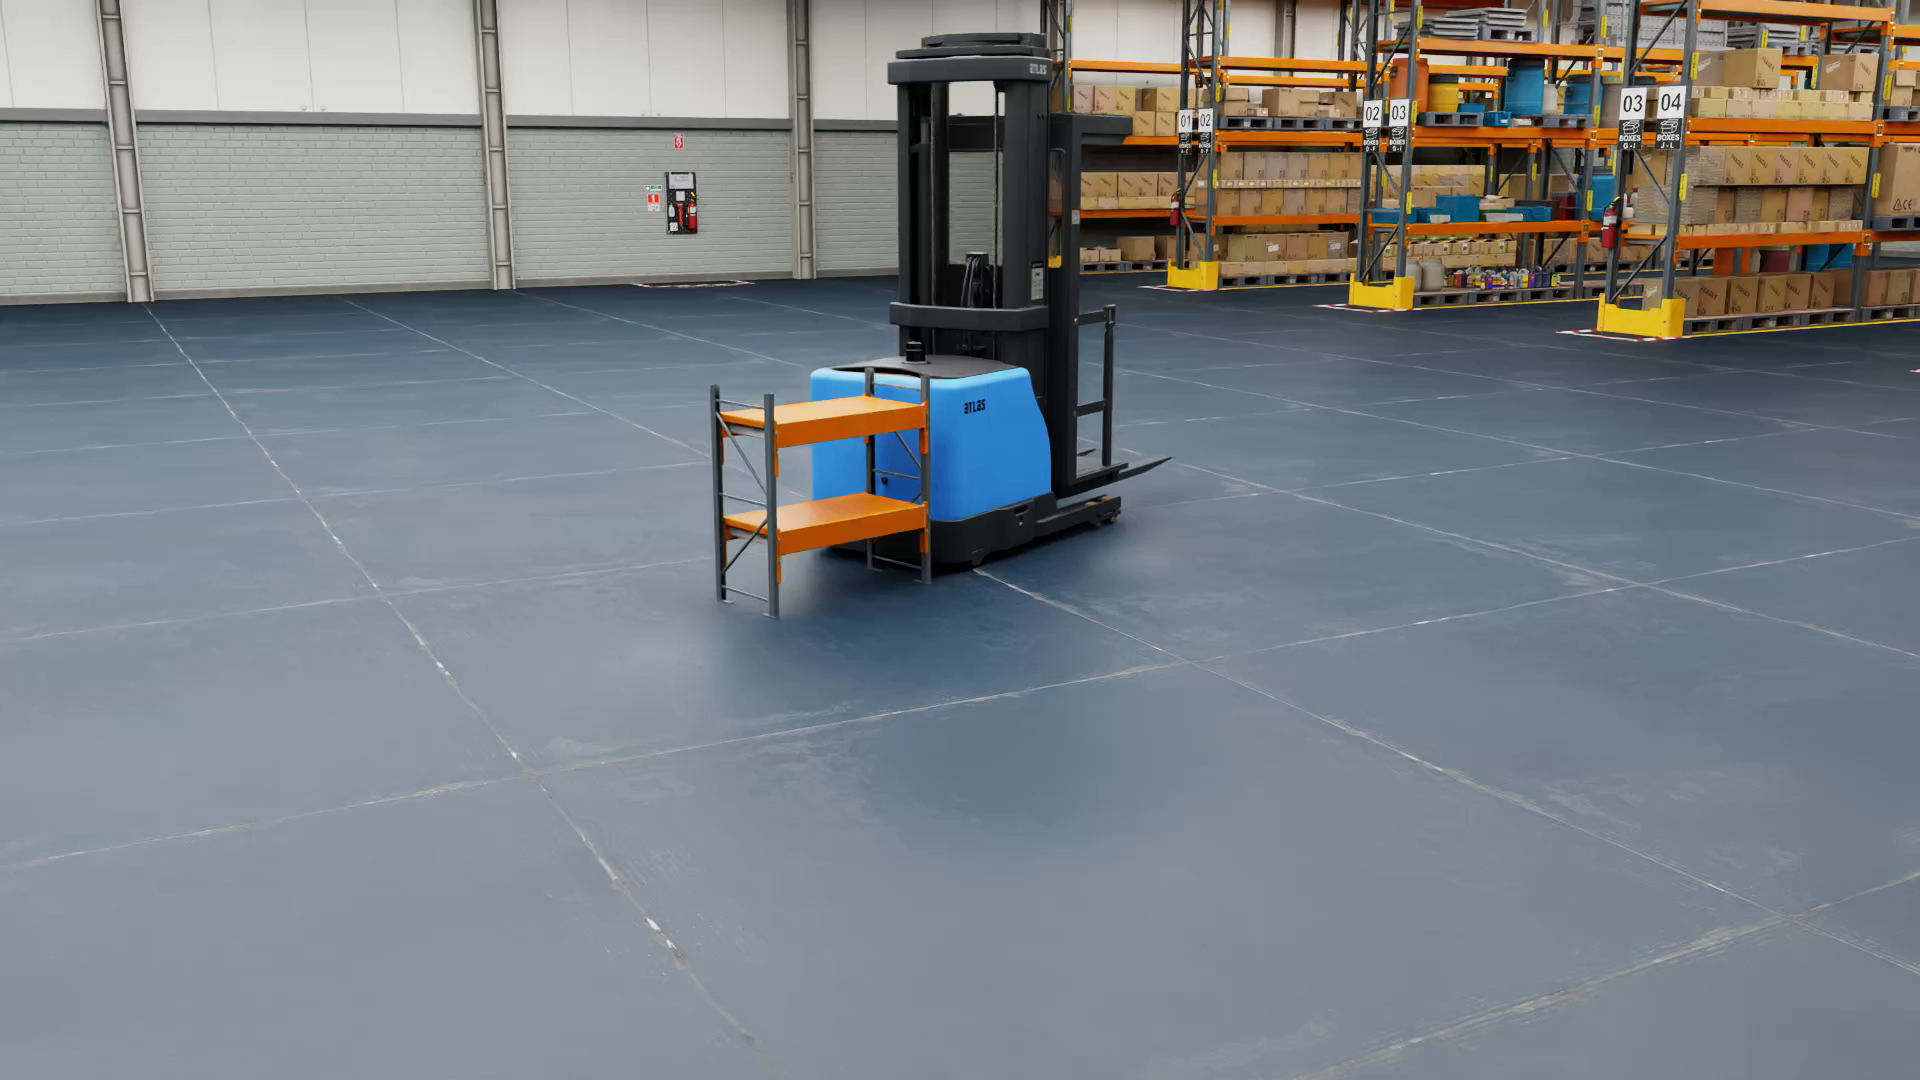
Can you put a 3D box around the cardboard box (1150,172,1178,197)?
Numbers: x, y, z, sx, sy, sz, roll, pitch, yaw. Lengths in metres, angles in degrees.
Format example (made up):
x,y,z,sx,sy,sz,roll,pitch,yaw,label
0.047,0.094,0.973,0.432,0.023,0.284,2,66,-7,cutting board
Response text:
x,y,z,sx,sy,sz,roll,pitch,yaw,label
4.307,-7.609,35.587,0.500,0.500,0.500,-7,15,-29,cardboard box

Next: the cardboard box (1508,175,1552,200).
x,y,z,sx,sy,sz,roll,pitch,yaw,label
11.843,-7.328,34.569,0.700,0.500,0.500,11,17,41,cardboard box

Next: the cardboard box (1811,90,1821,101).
x,y,z,sx,sy,sz,roll,pitch,yaw,label
11.481,-6.051,22.678,0.250,0.149,0.380,-6,14,-26,cardboard box

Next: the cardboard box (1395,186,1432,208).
x,y,z,sx,sy,sz,roll,pitch,yaw,label
8.977,-6.748,32.945,0.500,0.500,0.500,-6,14,-24,cardboard box

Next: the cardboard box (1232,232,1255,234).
x,y,z,sx,sy,sz,roll,pitch,yaw,label
5.521,-5.596,31.654,0.500,0.500,0.500,-7,14,-28,cardboard box

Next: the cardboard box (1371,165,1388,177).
x,y,z,sx,sy,sz,roll,pitch,yaw,label
9.515,-8.512,38.352,0.500,0.250,0.500,-6,14,-27,cardboard box

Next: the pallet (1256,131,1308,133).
x,y,z,sx,sy,sz,roll,pitch,yaw,label
6.958,-9.046,36.981,1.003,0.211,1.213,-7,14,-28,pallet

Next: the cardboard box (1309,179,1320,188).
x,y,z,sx,sy,sz,roll,pitch,yaw,label
6.582,-6.728,31.380,0.250,0.149,0.380,-6,14,-26,cardboard box

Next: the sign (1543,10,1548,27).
x,y,z,sx,sy,sz,roll,pitch,yaw,label
11.613,-10.340,32.983,0.005,0.325,0.100,-7,14,-28,sign

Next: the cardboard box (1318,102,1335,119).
x,y,z,sx,sy,sz,roll,pitch,yaw,label
6.791,-8.200,31.722,0.500,0.311,0.500,-8,15,-31,cardboard box

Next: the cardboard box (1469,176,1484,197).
x,y,z,sx,sy,sz,roll,pitch,yaw,label
12.194,-8.468,39.867,0.500,0.500,0.500,-7,15,-29,cardboard box

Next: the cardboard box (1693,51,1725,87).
x,y,z,sx,sy,sz,roll,pitch,yaw,label
10.305,-6.349,22.524,0.500,0.500,0.500,-7,14,-28,cardboard box

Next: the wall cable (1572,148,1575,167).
x,y,z,sx,sy,sz,roll,pitch,yaw,label
16.660,-9.595,43.512,1.851,1.984,0.084,-7,14,-28,wall cable

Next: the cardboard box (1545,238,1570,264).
x,y,z,sx,sy,sz,roll,pitch,yaw,label
12.337,-6.031,34.679,0.500,0.500,0.500,-7,15,-30,cardboard box

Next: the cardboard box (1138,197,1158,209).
x,y,z,sx,sy,sz,roll,pitch,yaw,label
3.870,-7.189,35.428,0.500,0.250,0.500,-7,14,-27,cardboard box

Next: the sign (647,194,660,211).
x,y,z,sx,sy,sz,roll,pitch,yaw,label
-5.843,-6.435,31.702,0.234,0.329,0.001,-7,14,-28,sign

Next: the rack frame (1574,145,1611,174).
x,y,z,sx,sy,sz,roll,pitch,yaw,label
15.989,-8.783,42.215,0.127,3.000,1.000,-7,14,-28,rack frame

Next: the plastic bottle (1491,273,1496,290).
x,y,z,sx,sy,sz,roll,pitch,yaw,label
8.734,-4.240,27.244,0.097,0.271,0.097,0,13,0,plastic bottle

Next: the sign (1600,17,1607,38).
x,y,z,sx,sy,sz,roll,pitch,yaw,label
10.457,-8.329,27.010,0.005,0.325,0.100,-7,14,-28,sign

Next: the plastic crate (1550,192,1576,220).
x,y,z,sx,sy,sz,roll,pitch,yaw,label
10.482,-5.752,28.603,0.583,0.464,0.402,-7,14,-28,plastic crate

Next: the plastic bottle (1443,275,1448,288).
x,y,z,sx,sy,sz,roll,pitch,yaw,label
8.094,-4.317,27.745,0.097,0.201,0.097,0,13,0,plastic bottle

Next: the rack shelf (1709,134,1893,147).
x,y,z,sx,sy,sz,roll,pitch,yaw,label
15.470,-7.355,30.676,4.000,0.370,1.077,-7,14,-28,rack shelf

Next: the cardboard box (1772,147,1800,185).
x,y,z,sx,sy,sz,roll,pitch,yaw,label
10.995,-5.081,22.582,0.500,0.500,0.500,-7,14,-28,cardboard box

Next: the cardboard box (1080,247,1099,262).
x,y,z,sx,sy,sz,roll,pitch,yaw,label
2.596,-6.058,35.229,0.500,0.311,0.500,-9,15,-34,cardboard box

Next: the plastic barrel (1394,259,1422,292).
x,y,z,sx,sy,sz,roll,pitch,yaw,label
7.233,-4.265,26.852,0.421,0.512,0.421,0,13,0,plastic barrel

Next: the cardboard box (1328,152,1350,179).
x,y,z,sx,sy,sz,roll,pitch,yaw,label
7.004,-7.146,31.762,0.500,0.500,0.700,-7,14,-28,cardboard box

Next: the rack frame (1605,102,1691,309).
x,y,z,sx,sy,sz,roll,pitch,yaw,label
9.066,-4.236,22.011,0.127,3.000,1.000,-7,14,-28,rack frame

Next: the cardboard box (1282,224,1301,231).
x,y,z,sx,sy,sz,roll,pitch,yaw,label
7.381,-7.113,37.780,0.500,0.250,0.500,-7,14,-28,cardboard box

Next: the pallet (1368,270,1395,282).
x,y,z,sx,sy,sz,roll,pitch,yaw,label
8.461,-5.291,33.049,1.213,0.211,1.003,-7,14,-28,pallet

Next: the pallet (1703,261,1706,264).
x,y,z,sx,sy,sz,roll,pitch,yaw,label
17.600,-6.376,37.872,1.213,0.211,1.003,-7,14,-28,pallet

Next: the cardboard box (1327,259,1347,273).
x,y,z,sx,sy,sz,roll,pitch,yaw,label
7.087,-5.288,31.992,0.500,0.250,0.500,-7,14,-28,cardboard box

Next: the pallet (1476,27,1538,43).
x,y,z,sx,sy,sz,roll,pitch,yaw,label
8.421,-8.029,26.544,1.213,0.211,1.003,-7,14,-28,pallet

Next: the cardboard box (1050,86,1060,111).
x,y,z,sx,sy,sz,roll,pitch,yaw,label
2.199,-9.205,34.709,0.500,0.500,0.500,-6,14,-25,cardboard box

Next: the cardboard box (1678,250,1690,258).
x,y,z,sx,sy,sz,roll,pitch,yaw,label
16.082,-6.335,36.791,0.250,0.166,0.380,-7,14,-28,cardboard box

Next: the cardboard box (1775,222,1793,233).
x,y,z,sx,sy,sz,roll,pitch,yaw,label
11.205,-4.300,22.867,0.250,0.149,0.380,-7,14,-28,cardboard box

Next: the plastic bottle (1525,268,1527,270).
x,y,z,sx,sy,sz,roll,pitch,yaw,label
9.714,-4.545,28.599,0.097,0.271,0.097,0,13,0,plastic bottle

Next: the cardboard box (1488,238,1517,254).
x,y,z,sx,sy,sz,roll,pitch,yaw,label
11.002,-6.021,33.973,0.500,0.311,0.500,-6,14,-26,cardboard box

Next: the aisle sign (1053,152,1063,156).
x,y,z,sx,sy,sz,roll,pitch,yaw,label
2.026,-8.302,34.159,0.004,0.787,0.394,-7,14,-28,aisle sign

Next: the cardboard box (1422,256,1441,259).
x,y,z,sx,sy,sz,roll,pitch,yaw,label
9.209,-5.533,33.080,0.500,0.250,0.500,-7,15,-30,cardboard box

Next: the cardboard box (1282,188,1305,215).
x,y,z,sx,sy,sz,roll,pitch,yaw,label
6.096,-6.404,31.418,0.500,0.500,0.700,-6,14,-26,cardboard box

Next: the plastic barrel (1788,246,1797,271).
x,y,z,sx,sy,sz,roll,pitch,yaw,label
15.580,-5.273,31.330,0.421,0.512,0.421,0,13,0,plastic barrel

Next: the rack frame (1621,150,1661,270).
x,y,z,sx,sy,sz,roll,pitch,yaw,label
14.855,-7.407,36.105,0.127,3.000,1.000,-7,14,-28,rack frame

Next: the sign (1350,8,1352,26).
x,y,z,sx,sy,sz,roll,pitch,yaw,label
7.563,-10.090,32.054,0.005,0.325,0.100,-7,14,-28,sign

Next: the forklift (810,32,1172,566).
x,y,z,sx,sy,sz,roll,pitch,yaw,label
0.365,-1.559,10.275,1.130,2.935,3.031,8,15,33,forklift

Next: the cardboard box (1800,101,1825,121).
x,y,z,sx,sy,sz,roll,pitch,yaw,label
11.393,-5.841,22.653,0.500,0.250,0.500,-7,14,-28,cardboard box

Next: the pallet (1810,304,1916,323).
x,y,z,sx,sy,sz,roll,pitch,yaw,label
13.259,-3.378,24.552,1.213,0.211,1.003,-7,14,-28,pallet

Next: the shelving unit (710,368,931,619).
x,y,z,sx,sy,sz,roll,pitch,yaw,label
-0.709,-0.273,8.673,1.048,1.125,0.538,-12,17,-42,shelving unit

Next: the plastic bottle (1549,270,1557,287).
x,y,z,sx,sy,sz,roll,pitch,yaw,label
9.939,-4.386,27.864,0.133,0.283,0.061,-6,14,-25,plastic bottle

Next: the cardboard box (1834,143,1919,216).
x,y,z,sx,sy,sz,roll,pitch,yaw,label
13.341,-5.211,24.020,1.000,1.000,1.000,-7,14,-27,cardboard box

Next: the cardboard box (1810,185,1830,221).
x,y,z,sx,sy,sz,roll,pitch,yaw,label
11.696,-4.769,23.476,0.500,0.500,0.875,-7,14,-28,cardboard box

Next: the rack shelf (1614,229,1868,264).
x,y,z,sx,sy,sz,roll,pitch,yaw,label
10.821,-4.095,23.024,4.000,0.370,1.077,-7,14,-28,rack shelf

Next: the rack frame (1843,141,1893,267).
x,y,z,sx,sy,sz,roll,pitch,yaw,label
17.225,-6.452,31.861,0.127,3.000,1.000,-7,14,-28,rack frame

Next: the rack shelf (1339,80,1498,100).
x,y,z,sx,sy,sz,roll,pitch,yaw,label
10.723,-10.532,38.874,4.000,0.370,1.077,-7,14,-28,rack shelf

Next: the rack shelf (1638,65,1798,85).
x,y,z,sx,sy,sz,roll,pitch,yaw,label
16.611,-10.192,36.460,4.000,0.370,1.077,-7,14,-28,rack shelf
